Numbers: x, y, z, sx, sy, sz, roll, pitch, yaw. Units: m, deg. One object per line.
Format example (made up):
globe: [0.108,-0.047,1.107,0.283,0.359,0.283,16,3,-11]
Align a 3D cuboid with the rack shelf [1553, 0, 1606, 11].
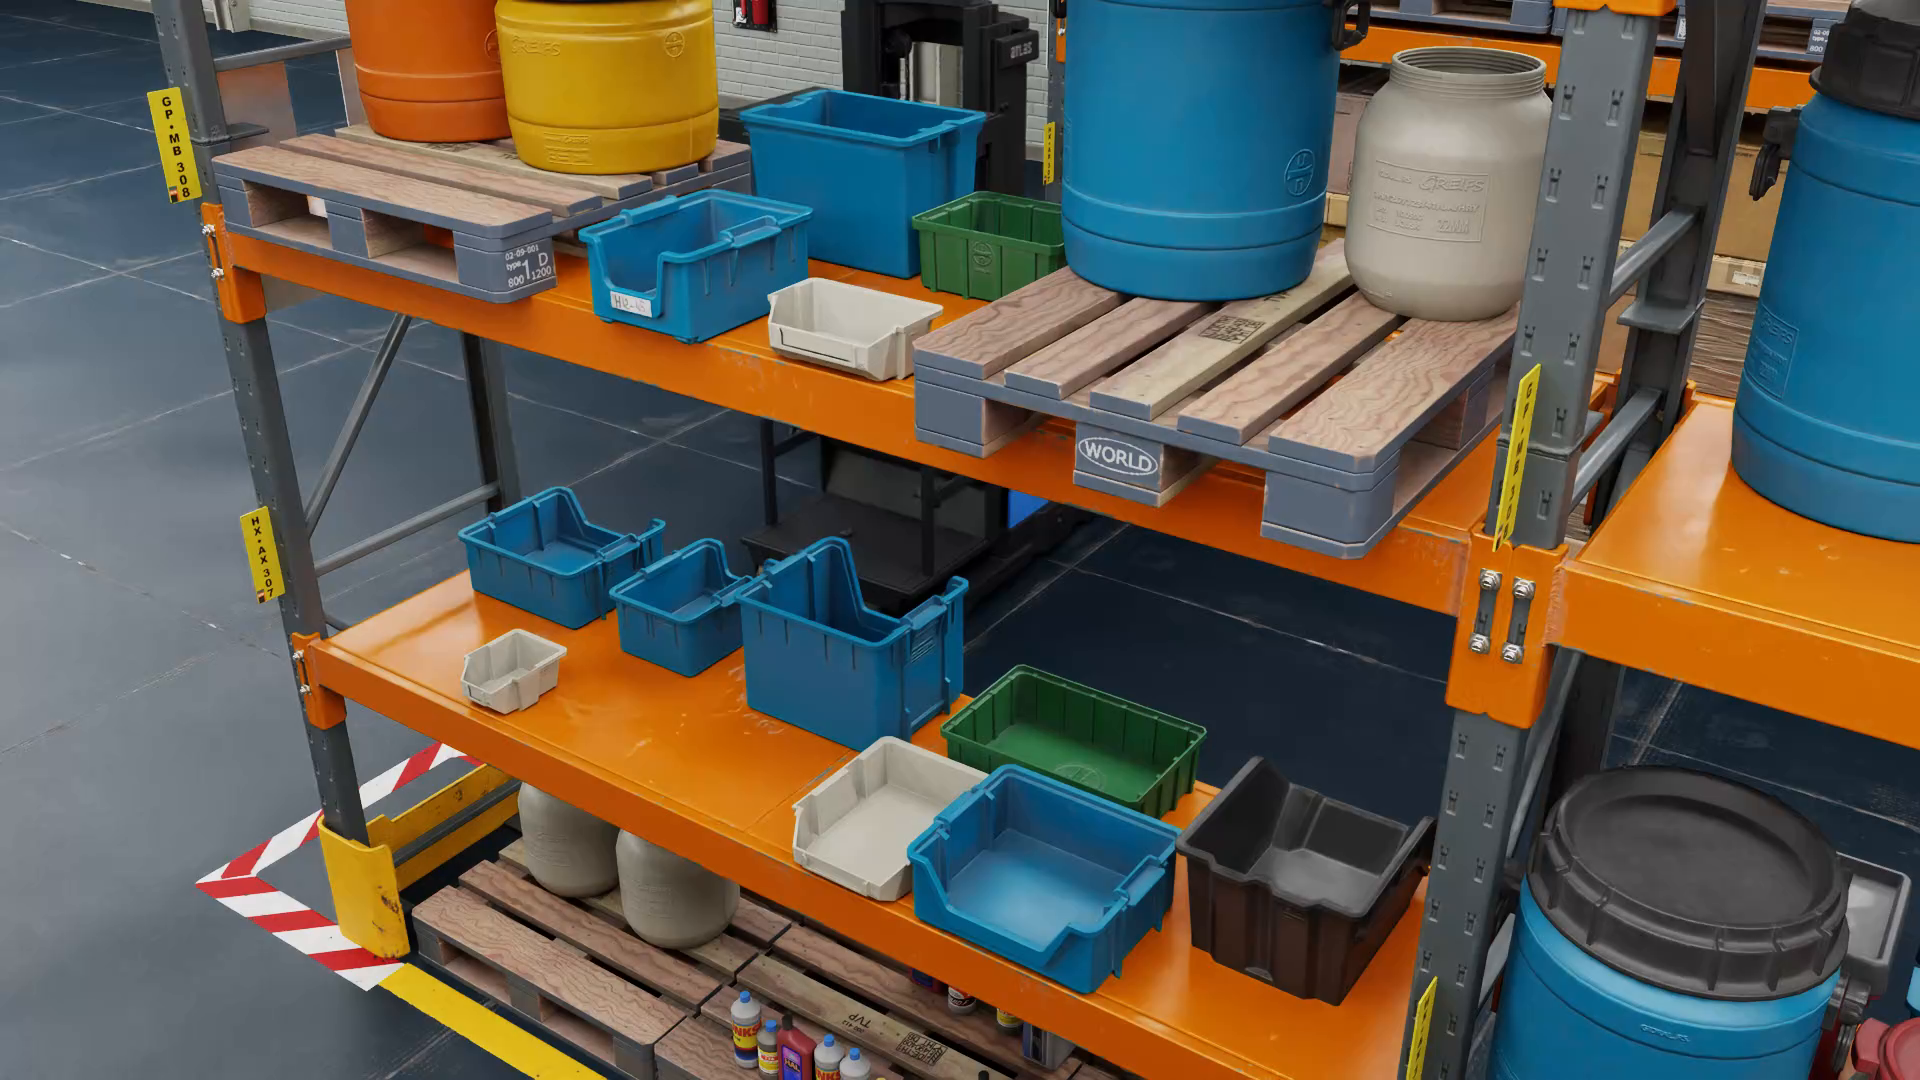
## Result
rack shelf: [-0.357,-1.691,3.885,4.000,0.370,1.077,17,32,30]

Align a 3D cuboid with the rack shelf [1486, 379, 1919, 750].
rack shelf: [2.940,0.495,2.456,4.000,0.370,1.077,17,32,30]

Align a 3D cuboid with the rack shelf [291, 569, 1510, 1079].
rack shelf: [-0.357,0.804,5.155,4.000,0.370,1.077,17,32,30]

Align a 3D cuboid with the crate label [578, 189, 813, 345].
crate label: [-0.650,-0.696,4.167,0.408,0.251,0.502,17,32,30]

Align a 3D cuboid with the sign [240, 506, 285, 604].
sign: [-2.321,0.051,5.536,0.005,0.325,0.100,17,32,30]

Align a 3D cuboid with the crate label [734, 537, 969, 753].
crate label: [-0.335,0.326,5.263,0.616,0.435,0.502,17,32,30]

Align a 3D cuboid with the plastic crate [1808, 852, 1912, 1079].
plastic crate: [1.864,0.979,3.949,0.583,0.464,0.402,17,32,30]

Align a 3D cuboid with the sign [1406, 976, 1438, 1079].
sign: [0.971,1.077,3.521,0.005,0.325,0.100,17,32,30]

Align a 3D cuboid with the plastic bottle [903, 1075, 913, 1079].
plastic bottle: [-0.156,1.738,5.051,0.097,0.271,0.097,0,27,0]

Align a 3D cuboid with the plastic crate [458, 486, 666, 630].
plastic crate: [-1.424,0.053,6.002,0.616,0.251,0.499,17,32,30]

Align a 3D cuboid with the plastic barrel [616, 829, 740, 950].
plastic barrel: [-1.007,1.161,5.941,0.421,0.512,0.421,0,27,0]

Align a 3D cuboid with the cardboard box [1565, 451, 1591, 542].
cardboard box: [3.188,-0.320,8.312,0.500,0.500,0.500,17,32,30]

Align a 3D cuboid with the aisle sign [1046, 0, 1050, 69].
aisle sign: [0.574,-2.942,8.857,0.004,0.787,0.394,17,32,30]

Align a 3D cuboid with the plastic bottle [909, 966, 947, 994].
plastic bottle: [-0.111,1.407,5.687,0.133,0.283,0.061,17,32,30]

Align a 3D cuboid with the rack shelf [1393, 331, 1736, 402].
rack shelf: [2.450,-1.046,8.792,4.000,0.370,1.077,17,32,30]

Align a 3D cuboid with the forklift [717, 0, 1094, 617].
forklift: [-0.418,-1.044,8.069,1.130,2.935,3.031,17,32,30]

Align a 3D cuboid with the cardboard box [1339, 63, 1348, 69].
cardboard box: [1.660,-2.232,8.788,0.500,0.500,0.700,16,31,29]

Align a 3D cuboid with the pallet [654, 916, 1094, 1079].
pallet: [-0.248,1.739,5.600,1.213,0.211,1.003,17,32,30]

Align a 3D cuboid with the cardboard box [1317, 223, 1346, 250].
cardboard box: [2.021,-1.538,8.854,0.500,0.500,0.700,18,32,31]

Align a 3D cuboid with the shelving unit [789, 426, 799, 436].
shelving unit: [-0.501,-1.312,10.175,1.048,1.500,0.538,13,30,23]

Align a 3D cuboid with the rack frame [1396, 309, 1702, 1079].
rack frame: [1.292,0.997,3.983,0.127,3.000,1.000,17,32,30]

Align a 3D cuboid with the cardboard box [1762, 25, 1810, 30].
cardboard box: [5.799,-3.446,12.030,0.500,0.500,0.500,18,32,32]

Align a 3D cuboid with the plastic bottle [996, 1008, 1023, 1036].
plastic bottle: [0.169,1.537,5.523,0.097,0.201,0.097,0,27,0]

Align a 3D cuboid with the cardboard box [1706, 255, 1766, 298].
cardboard box: [3.551,-1.241,7.556,0.250,0.149,0.380,17,31,29]

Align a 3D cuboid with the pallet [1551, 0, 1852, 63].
pallet: [3.381,-2.360,7.371,1.213,0.211,1.003,17,32,30]

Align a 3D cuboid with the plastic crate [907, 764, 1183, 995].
plastic crate: [0.226,0.881,4.376,0.616,0.251,0.499,17,32,30]

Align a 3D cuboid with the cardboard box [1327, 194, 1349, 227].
cardboard box: [2.066,-1.703,8.464,0.250,0.149,0.380,17,31,30]

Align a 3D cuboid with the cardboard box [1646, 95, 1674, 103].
cardboard box: [5.083,-3.381,11.903,0.500,0.500,0.500,18,32,32]

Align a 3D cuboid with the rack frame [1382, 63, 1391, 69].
rack frame: [3.603,-3.734,13.279,0.127,3.000,1.000,17,32,30]

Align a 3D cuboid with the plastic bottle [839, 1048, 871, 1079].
plastic bottle: [-0.323,1.686,5.153,0.097,0.271,0.097,0,27,0]

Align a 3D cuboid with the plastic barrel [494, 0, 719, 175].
plastic barrel: [-0.994,-1.392,4.701,0.600,0.588,0.600,0,27,0]

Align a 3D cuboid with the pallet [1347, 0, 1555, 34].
pallet: [2.380,-2.674,7.987,1.213,0.211,1.003,17,32,30]

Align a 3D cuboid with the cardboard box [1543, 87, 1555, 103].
cardboard box: [2.900,-1.846,8.029,0.500,0.500,0.700,17,32,30]

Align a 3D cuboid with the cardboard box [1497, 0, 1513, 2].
cardboard box: [4.112,-3.968,13.057,0.500,0.500,0.500,17,31,30]

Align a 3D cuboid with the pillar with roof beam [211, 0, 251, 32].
pillar with roof beam: [-12.604,-9.564,18.121,0.400,9.000,9.100,17,32,30]

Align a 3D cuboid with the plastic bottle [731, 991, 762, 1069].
plastic bottle: [-0.688,1.572,5.376,0.097,0.271,0.097,0,27,0]

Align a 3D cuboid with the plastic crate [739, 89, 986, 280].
plastic crate: [-0.263,-0.982,4.583,0.575,0.384,0.392,17,32,30]

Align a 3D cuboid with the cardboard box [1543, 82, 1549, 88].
cardboard box: [4.229,-3.644,12.420,0.500,0.500,0.500,17,32,30]

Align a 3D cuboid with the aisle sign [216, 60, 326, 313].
aisle sign: [-2.231,-1.097,5.233,0.004,0.787,0.394,17,32,30]

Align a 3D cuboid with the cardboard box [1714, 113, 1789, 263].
cardboard box: [3.730,-1.588,7.522,0.500,0.500,0.700,17,32,31]

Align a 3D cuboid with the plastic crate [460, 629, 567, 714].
plastic crate: [-1.450,0.438,5.373,0.250,0.136,0.298,17,32,30]

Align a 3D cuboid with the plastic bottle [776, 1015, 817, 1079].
plastic bottle: [-0.511,1.632,5.246,0.133,0.283,0.061,18,32,31]

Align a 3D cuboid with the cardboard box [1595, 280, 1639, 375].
cardboard box: [3.291,-1.143,8.078,0.500,0.500,0.700,17,32,30]

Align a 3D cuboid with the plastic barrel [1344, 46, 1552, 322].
plastic barrel: [1.048,-0.760,3.543,0.421,0.512,0.421,0,27,0]

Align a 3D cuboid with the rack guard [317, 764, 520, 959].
rack guard: [-1.916,1.086,6.564,0.348,0.500,1.175,17,32,30]

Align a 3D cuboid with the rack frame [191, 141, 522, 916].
rack frame: [-2.006,-0.030,6.001,0.127,3.000,1.000,17,32,30]

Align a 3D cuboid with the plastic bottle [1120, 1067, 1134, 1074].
plastic bottle: [0.563,1.583,5.356,0.097,0.271,0.097,0,27,0]

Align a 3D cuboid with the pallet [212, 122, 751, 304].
pallet: [-1.379,-1.033,4.874,1.213,0.211,1.003,17,32,30]

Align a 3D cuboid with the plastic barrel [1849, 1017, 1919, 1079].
plastic barrel: [1.956,1.265,3.308,0.433,0.535,0.433,0,27,0]
